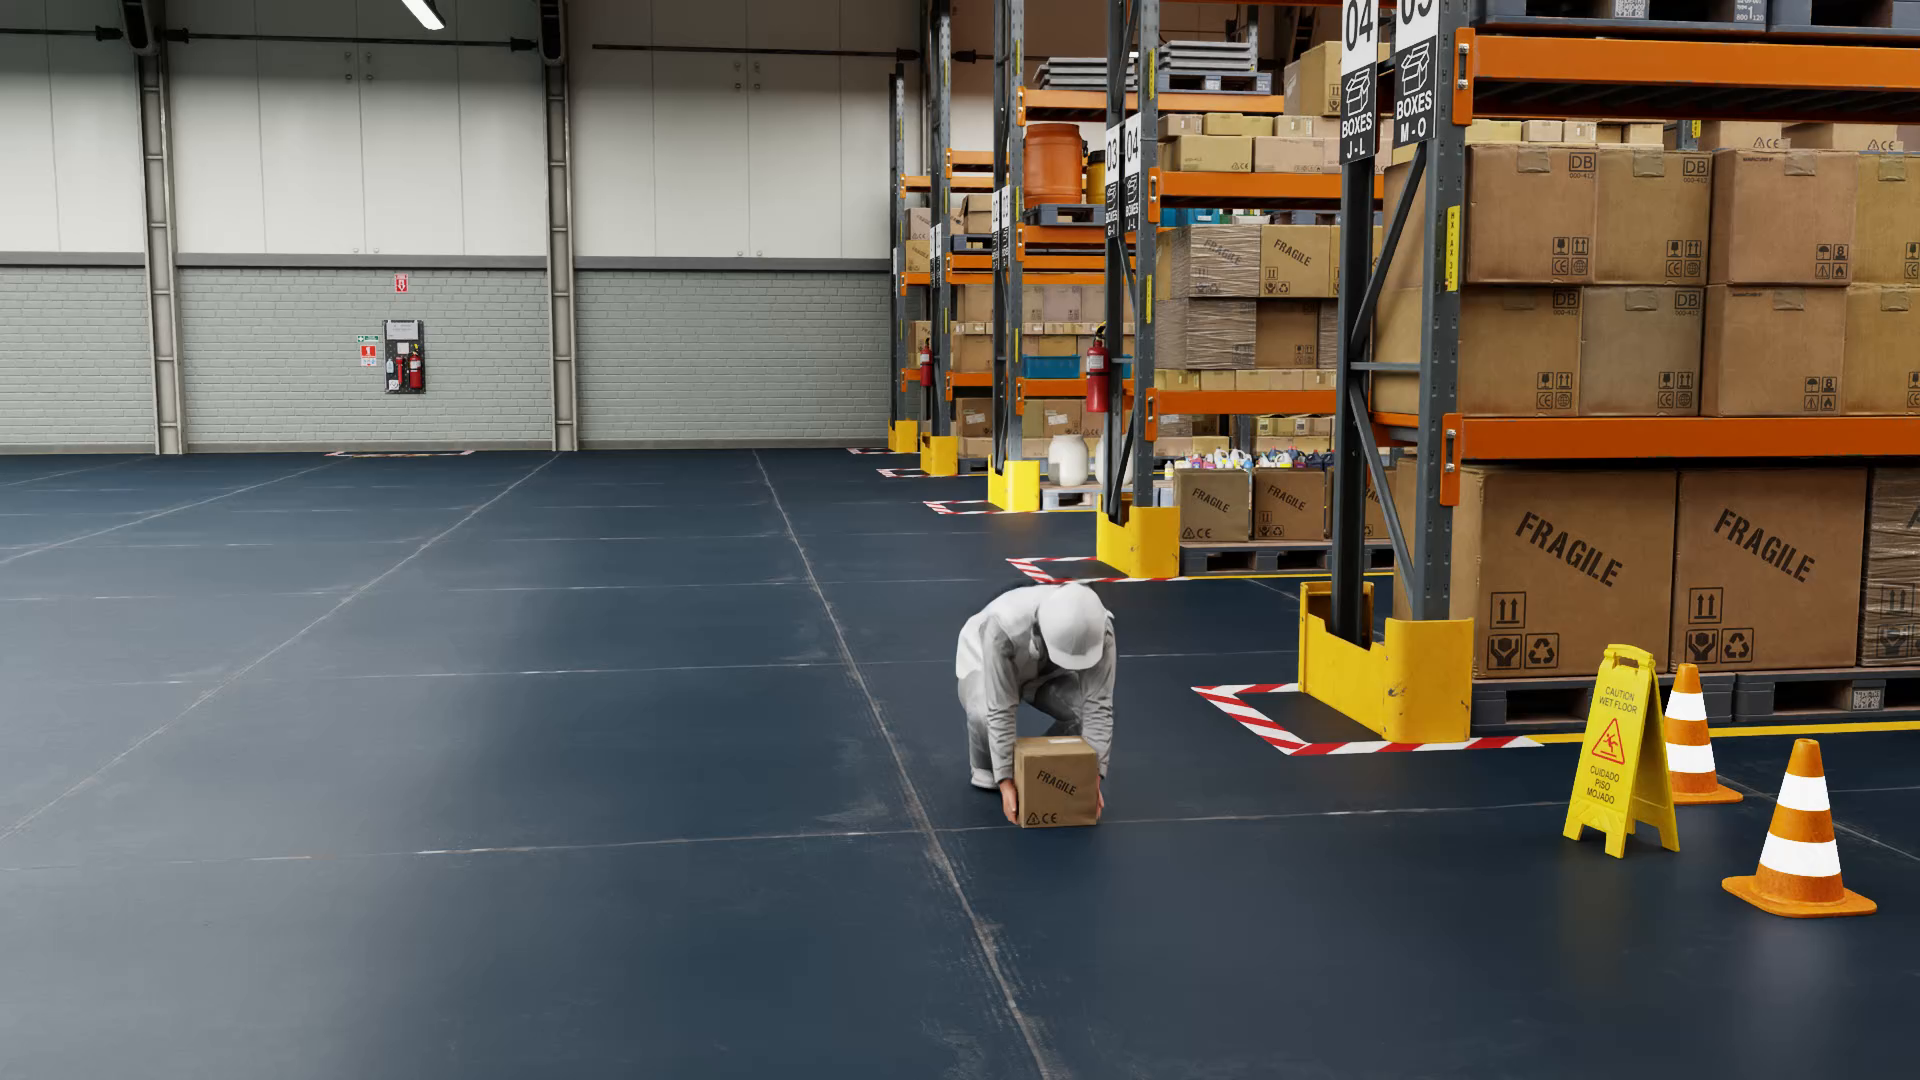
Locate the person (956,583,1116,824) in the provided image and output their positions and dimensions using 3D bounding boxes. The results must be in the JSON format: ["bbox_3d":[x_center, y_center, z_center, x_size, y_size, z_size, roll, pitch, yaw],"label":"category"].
[{"bbox_3d":[0.275,0.536,5.901,0.528,0.864,0.944,-1,7,-9],"label":"person"}]
